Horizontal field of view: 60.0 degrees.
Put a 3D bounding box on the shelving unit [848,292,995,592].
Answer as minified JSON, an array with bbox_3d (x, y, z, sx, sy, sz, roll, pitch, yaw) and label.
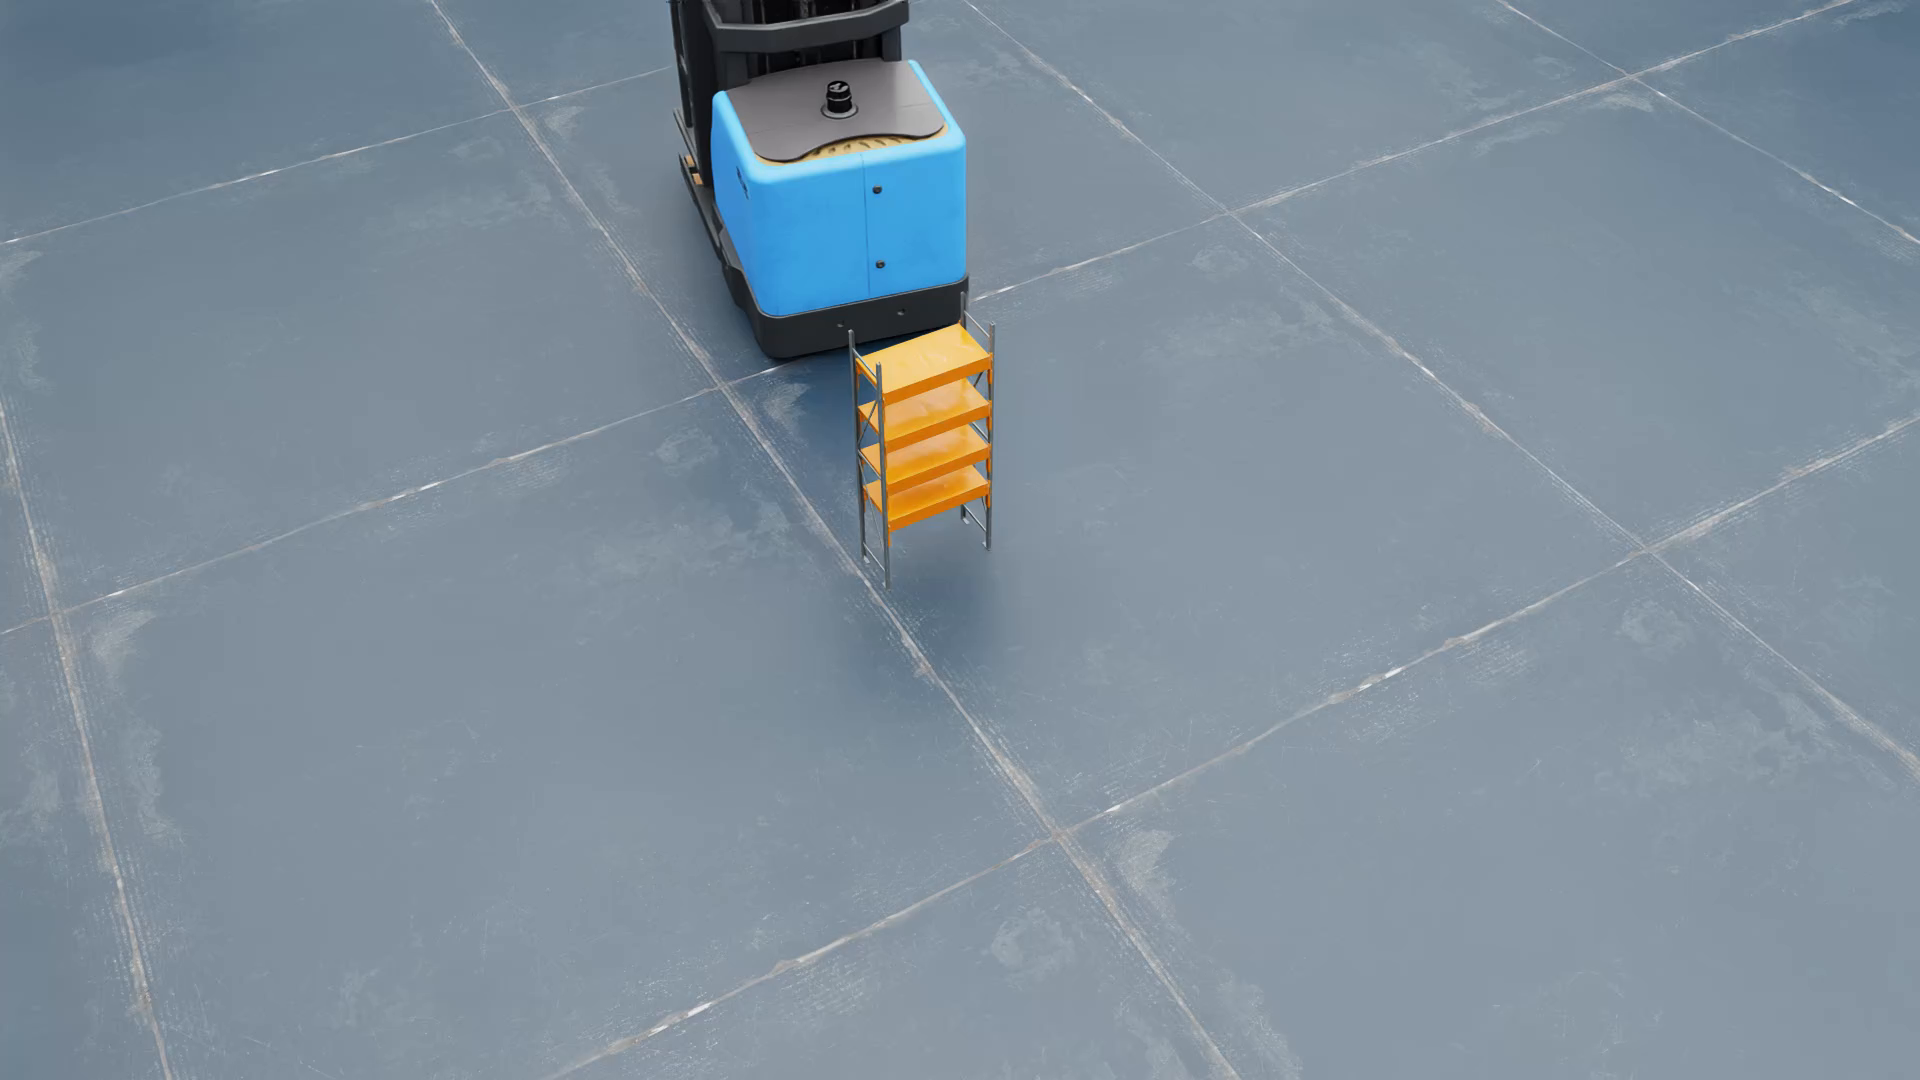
[{"bbox_3d":[-0.144,-0.373,6.702,0.503,1.200,0.258,-22,48,-21],"label":"shelving unit"}]

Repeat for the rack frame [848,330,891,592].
[{"bbox_3d":[-0.355,-0.288,6.615,0.015,1.200,0.240,-22,48,-21],"label":"rack frame"}]

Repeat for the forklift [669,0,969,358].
[{"bbox_3d":[-0.908,-2.968,8.133,1.130,2.935,3.031,-13,46,-13],"label":"forklift"}]

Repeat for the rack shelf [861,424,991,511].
[{"bbox_3d":[-0.144,-0.325,6.749,0.480,0.148,0.258,-22,48,-21],"label":"rack shelf"}]

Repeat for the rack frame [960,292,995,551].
[{"bbox_3d":[0.068,-0.458,6.790,0.015,1.200,0.240,-22,48,-21],"label":"rack frame"}]

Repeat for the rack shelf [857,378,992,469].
[{"bbox_3d":[-0.144,-0.485,6.593,0.480,0.148,0.258,-22,48,-21],"label":"rack shelf"}]

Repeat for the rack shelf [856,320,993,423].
[{"bbox_3d":[-0.144,-0.655,6.429,0.480,0.148,0.258,-22,48,-21],"label":"rack shelf"}]

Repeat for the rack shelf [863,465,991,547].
[{"bbox_3d":[-0.144,-0.182,6.887,0.480,0.148,0.258,-22,48,-21],"label":"rack shelf"}]
